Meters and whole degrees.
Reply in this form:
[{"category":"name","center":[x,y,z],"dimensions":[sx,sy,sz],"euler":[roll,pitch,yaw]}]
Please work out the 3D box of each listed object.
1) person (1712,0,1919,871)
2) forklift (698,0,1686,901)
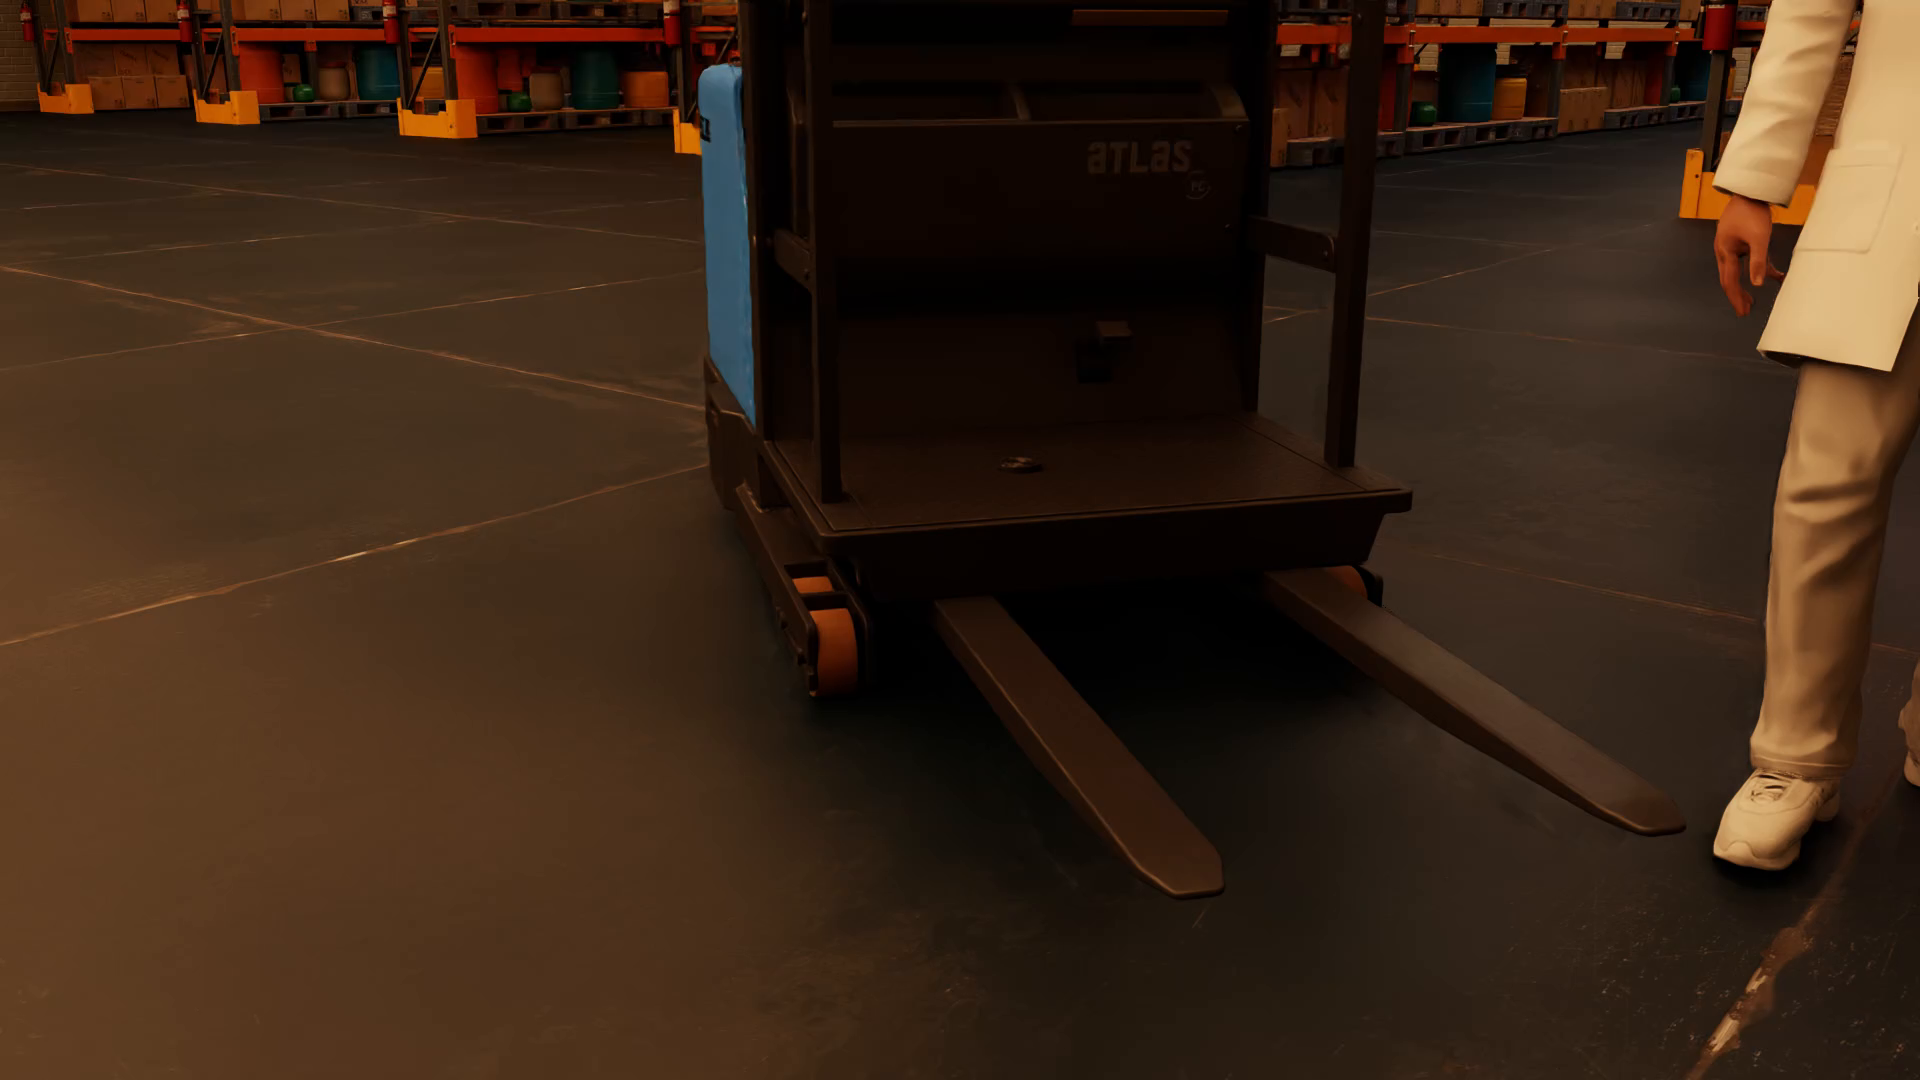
[{"category":"person","center":[1.413,-0.409,2.244],"dimensions":[0.758,1.769,0.572],"euler":[8,19,25]},{"category":"forklift","center":[0.177,-1.240,2.981],"dimensions":[1.130,2.935,3.031],"euler":[-4,17,-14]}]
